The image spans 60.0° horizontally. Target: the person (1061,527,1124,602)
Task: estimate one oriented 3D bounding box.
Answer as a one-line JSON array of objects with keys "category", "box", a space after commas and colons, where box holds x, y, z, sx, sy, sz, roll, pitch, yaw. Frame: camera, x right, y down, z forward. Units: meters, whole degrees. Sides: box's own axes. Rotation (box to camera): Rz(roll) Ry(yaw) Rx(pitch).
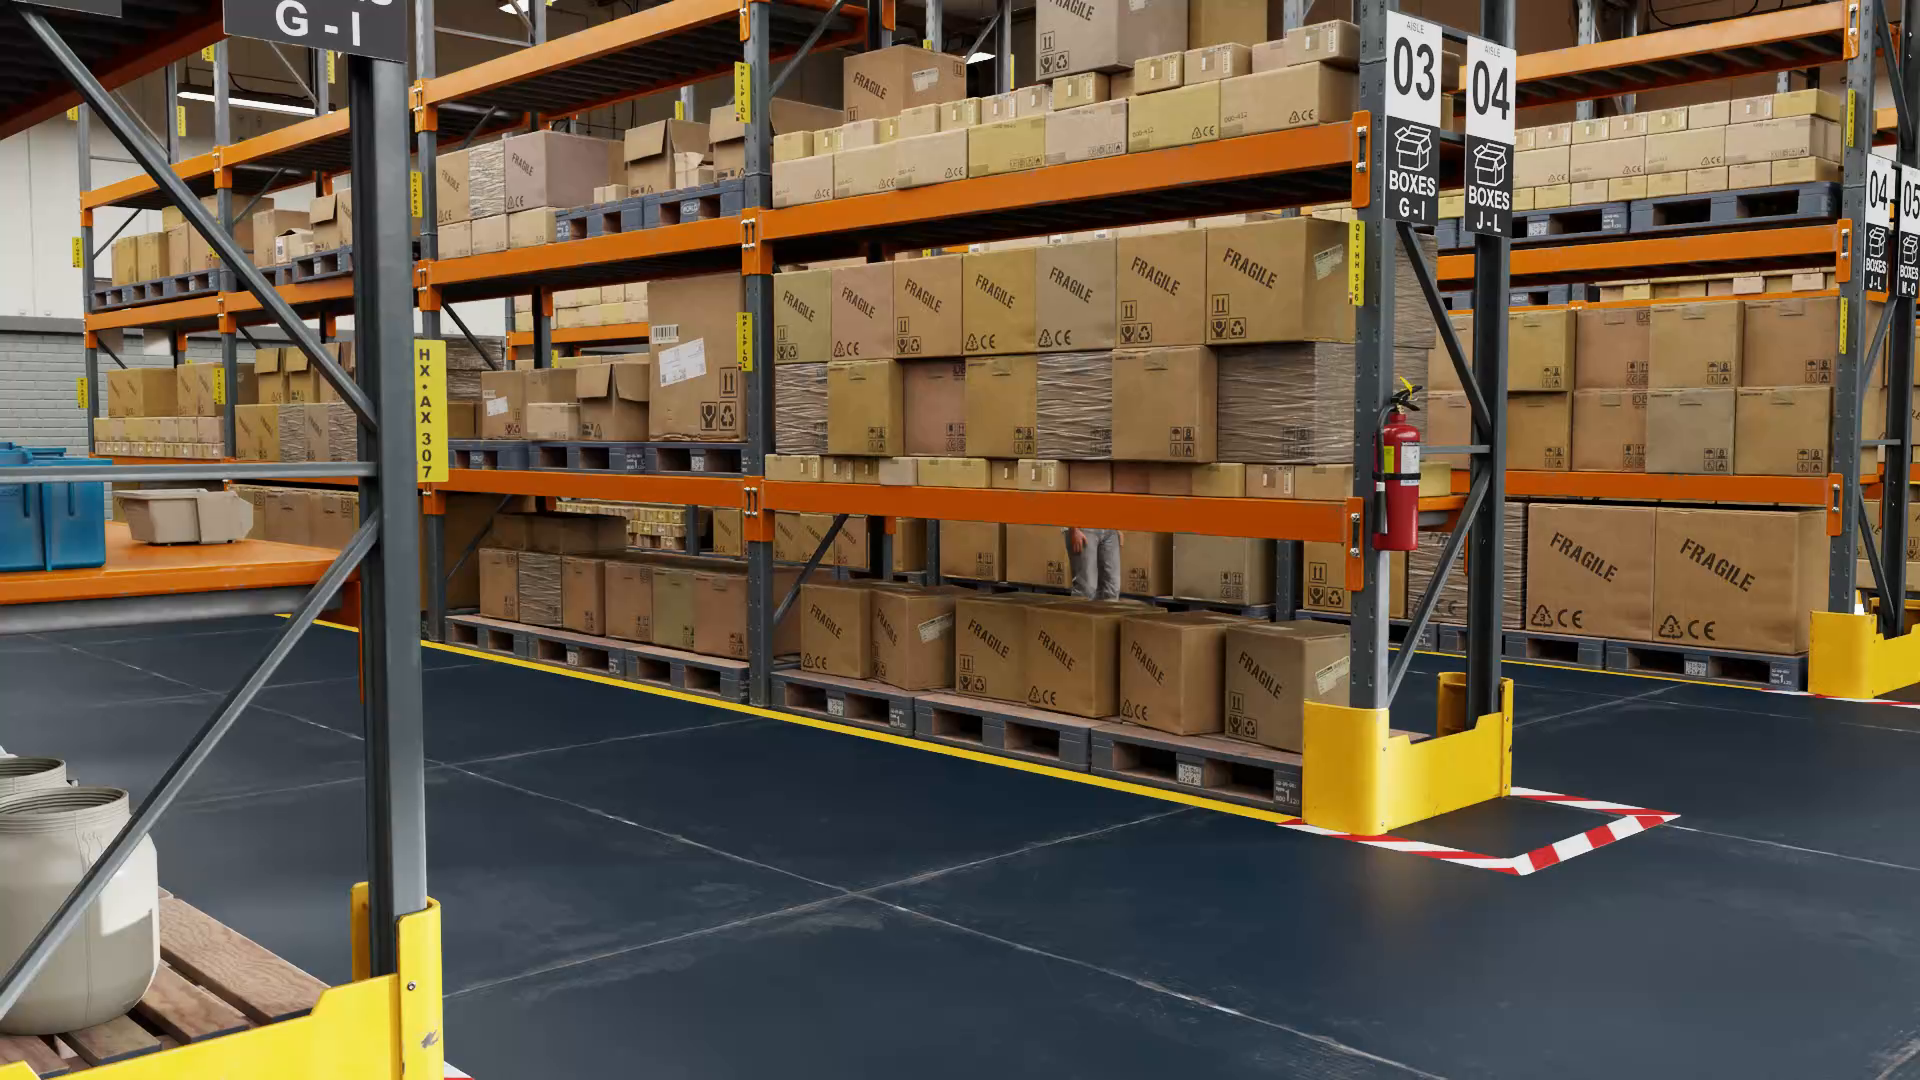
[{"category": "person", "box": [0.939, -0.064, 11.542, 0.463, 1.767, 0.587, 4, 5, 43]}]
